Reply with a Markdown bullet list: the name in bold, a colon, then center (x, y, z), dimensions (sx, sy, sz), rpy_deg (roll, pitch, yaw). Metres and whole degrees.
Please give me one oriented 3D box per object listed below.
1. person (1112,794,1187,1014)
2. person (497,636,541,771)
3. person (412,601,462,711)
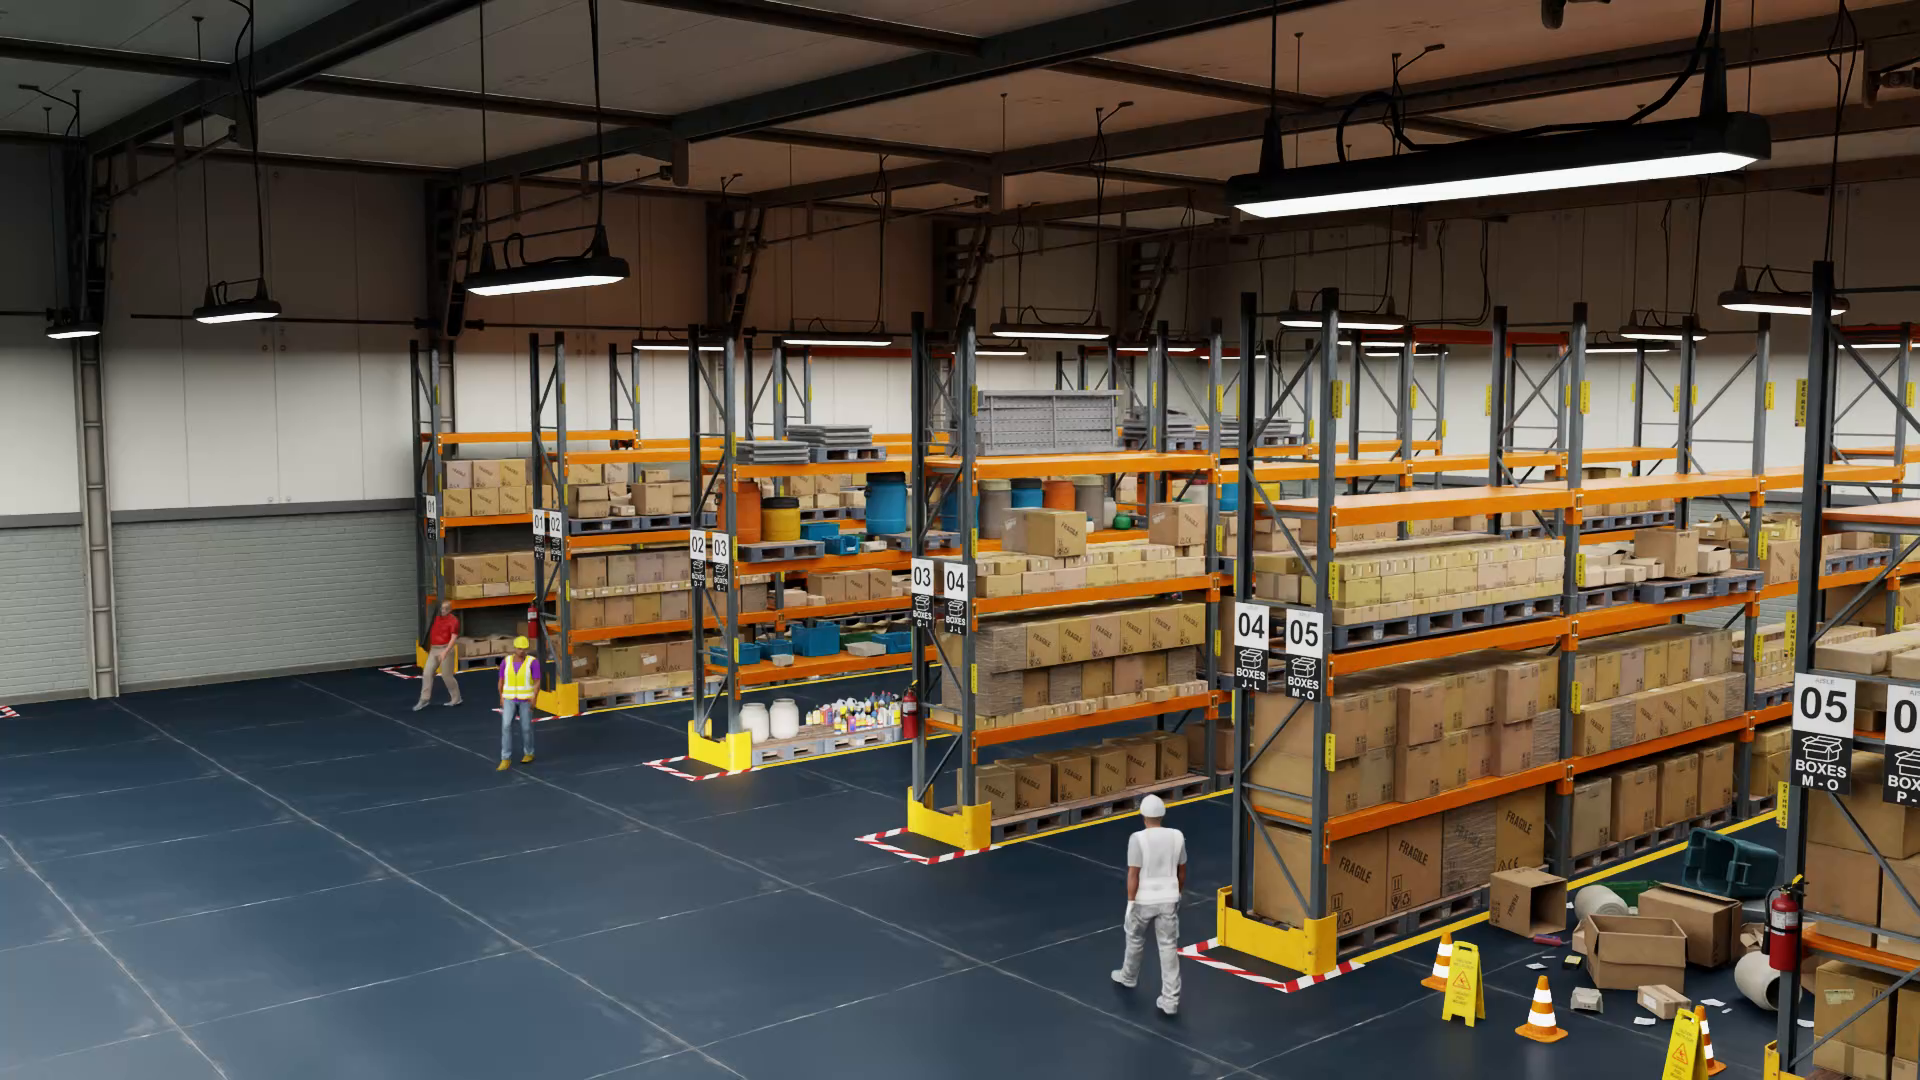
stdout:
- **person**: center (1.613, 2.985, 13.965), dimensions (0.591, 1.718, 0.988), rpy_deg (-1, 5, -13)
- **person**: center (-6.029, 2.212, 22.647), dimensions (0.594, 1.767, 0.792), rpy_deg (0, 5, -4)
- **person**: center (-8.413, 1.857, 26.732), dimensions (0.566, 1.732, 0.781), rpy_deg (3, 6, 27)
